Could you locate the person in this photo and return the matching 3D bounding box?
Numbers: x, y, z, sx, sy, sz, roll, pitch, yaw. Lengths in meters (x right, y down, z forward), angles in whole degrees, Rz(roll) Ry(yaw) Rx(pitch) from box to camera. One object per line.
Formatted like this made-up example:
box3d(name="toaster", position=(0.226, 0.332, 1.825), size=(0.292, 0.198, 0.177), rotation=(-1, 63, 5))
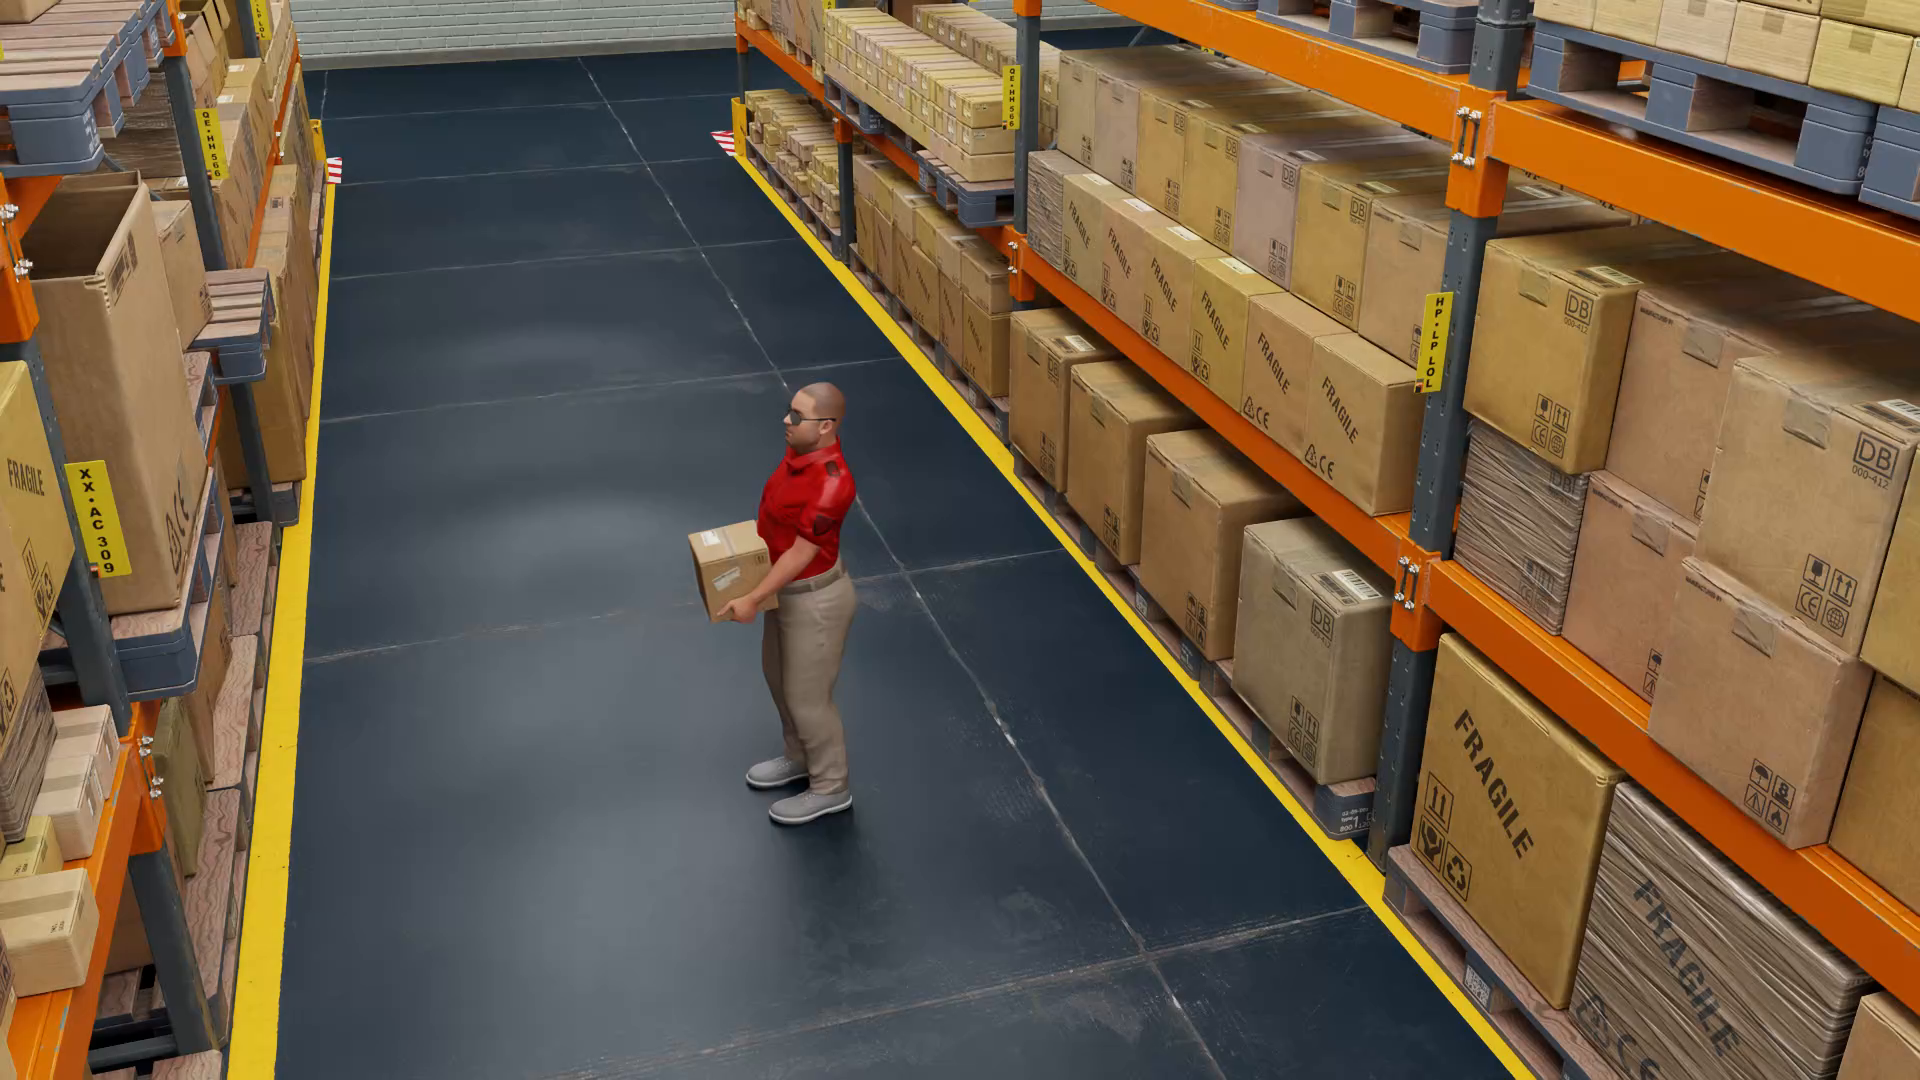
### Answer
box3d(name="person", position=(-0.653, 0.239, 6.159), size=(0.530, 1.712, 0.493), rotation=(-8, 27, -16))
